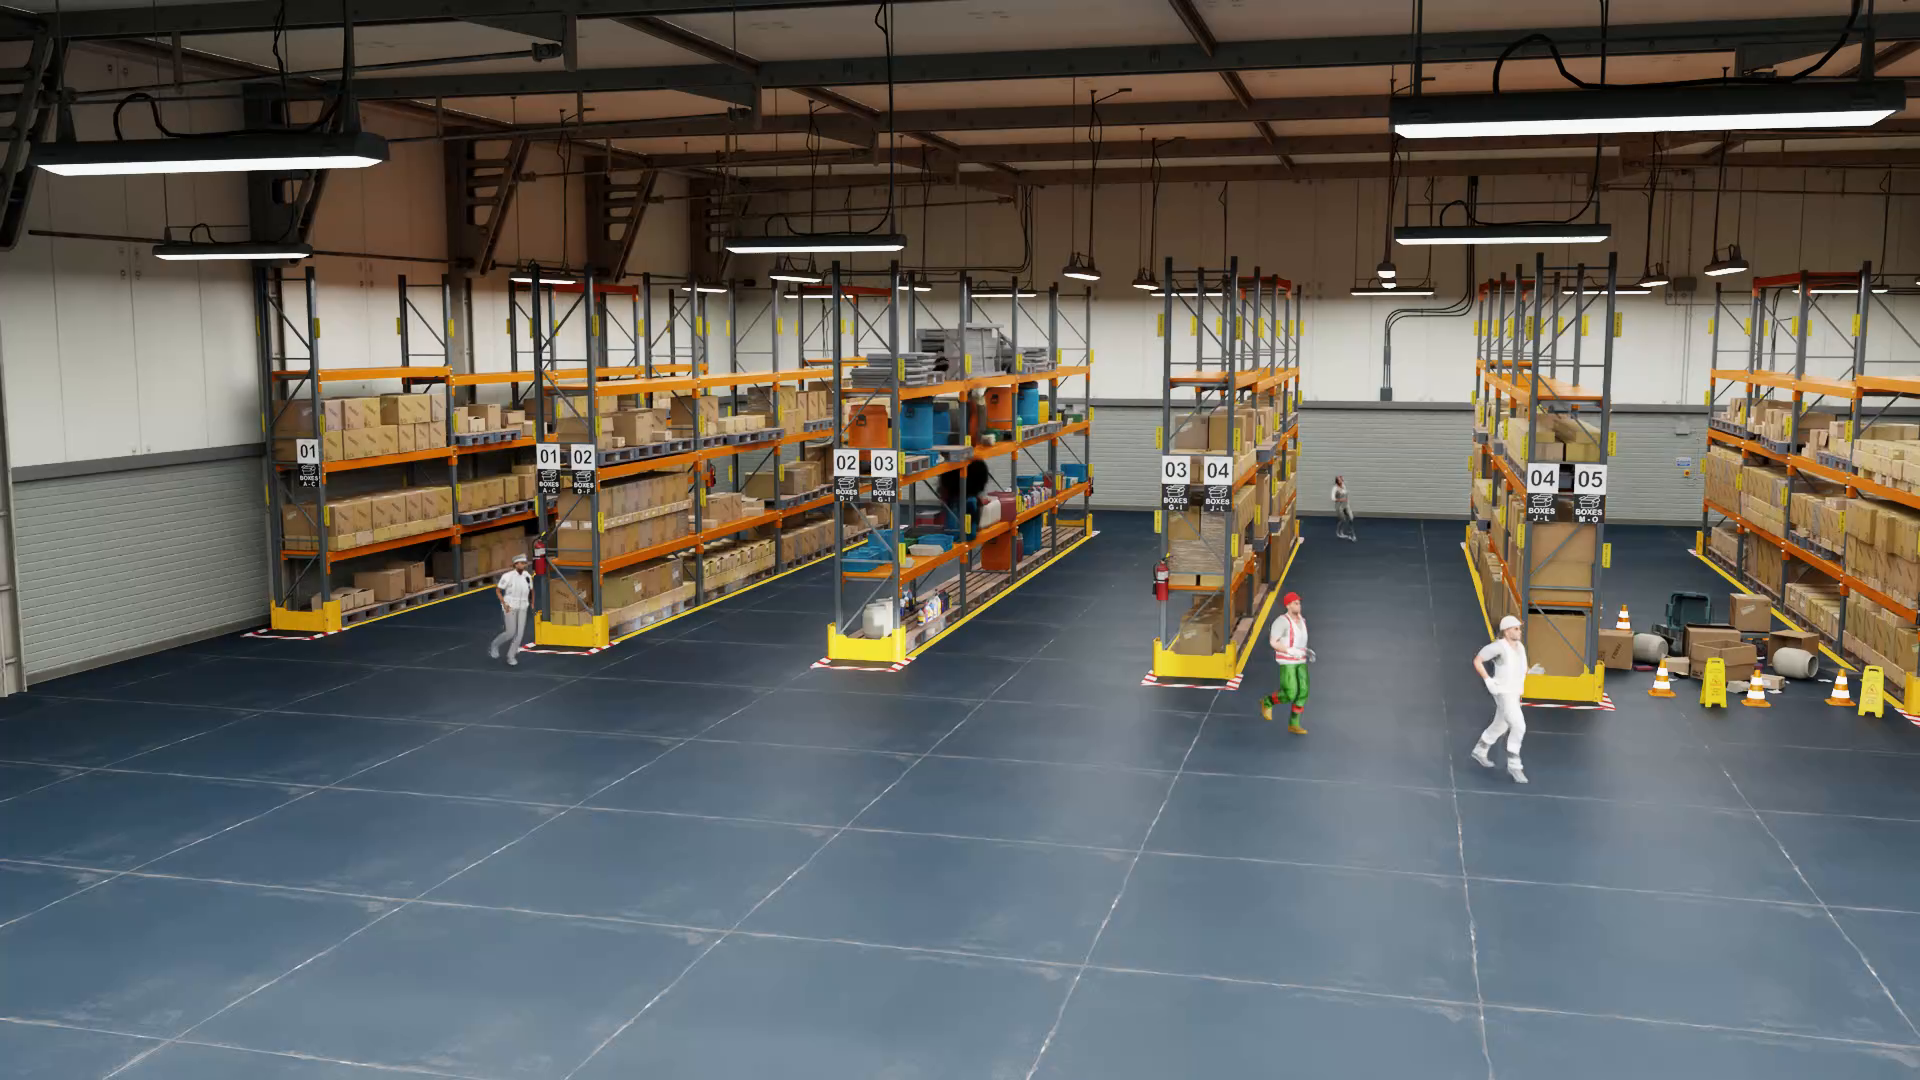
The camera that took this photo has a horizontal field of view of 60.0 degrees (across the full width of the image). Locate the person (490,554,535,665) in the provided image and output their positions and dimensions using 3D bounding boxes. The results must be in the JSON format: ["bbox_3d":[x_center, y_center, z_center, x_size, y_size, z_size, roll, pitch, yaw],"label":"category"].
[{"bbox_3d":[-6.710,1.018,25.084,0.573,1.638,0.654,7,10,44],"label":"person"}]

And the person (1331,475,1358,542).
[{"bbox_3d":[9.000,-0.745,39.320,0.626,1.587,0.640,-4,8,-26],"label":"person"}]

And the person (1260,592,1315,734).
[{"bbox_3d":[4.089,1.515,20.712,0.643,1.750,0.720,-6,9,-38],"label":"person"}]

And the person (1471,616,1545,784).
[{"bbox_3d":[6.117,1.762,18.636,0.635,1.850,0.809,-7,10,-44],"label":"person"}]
